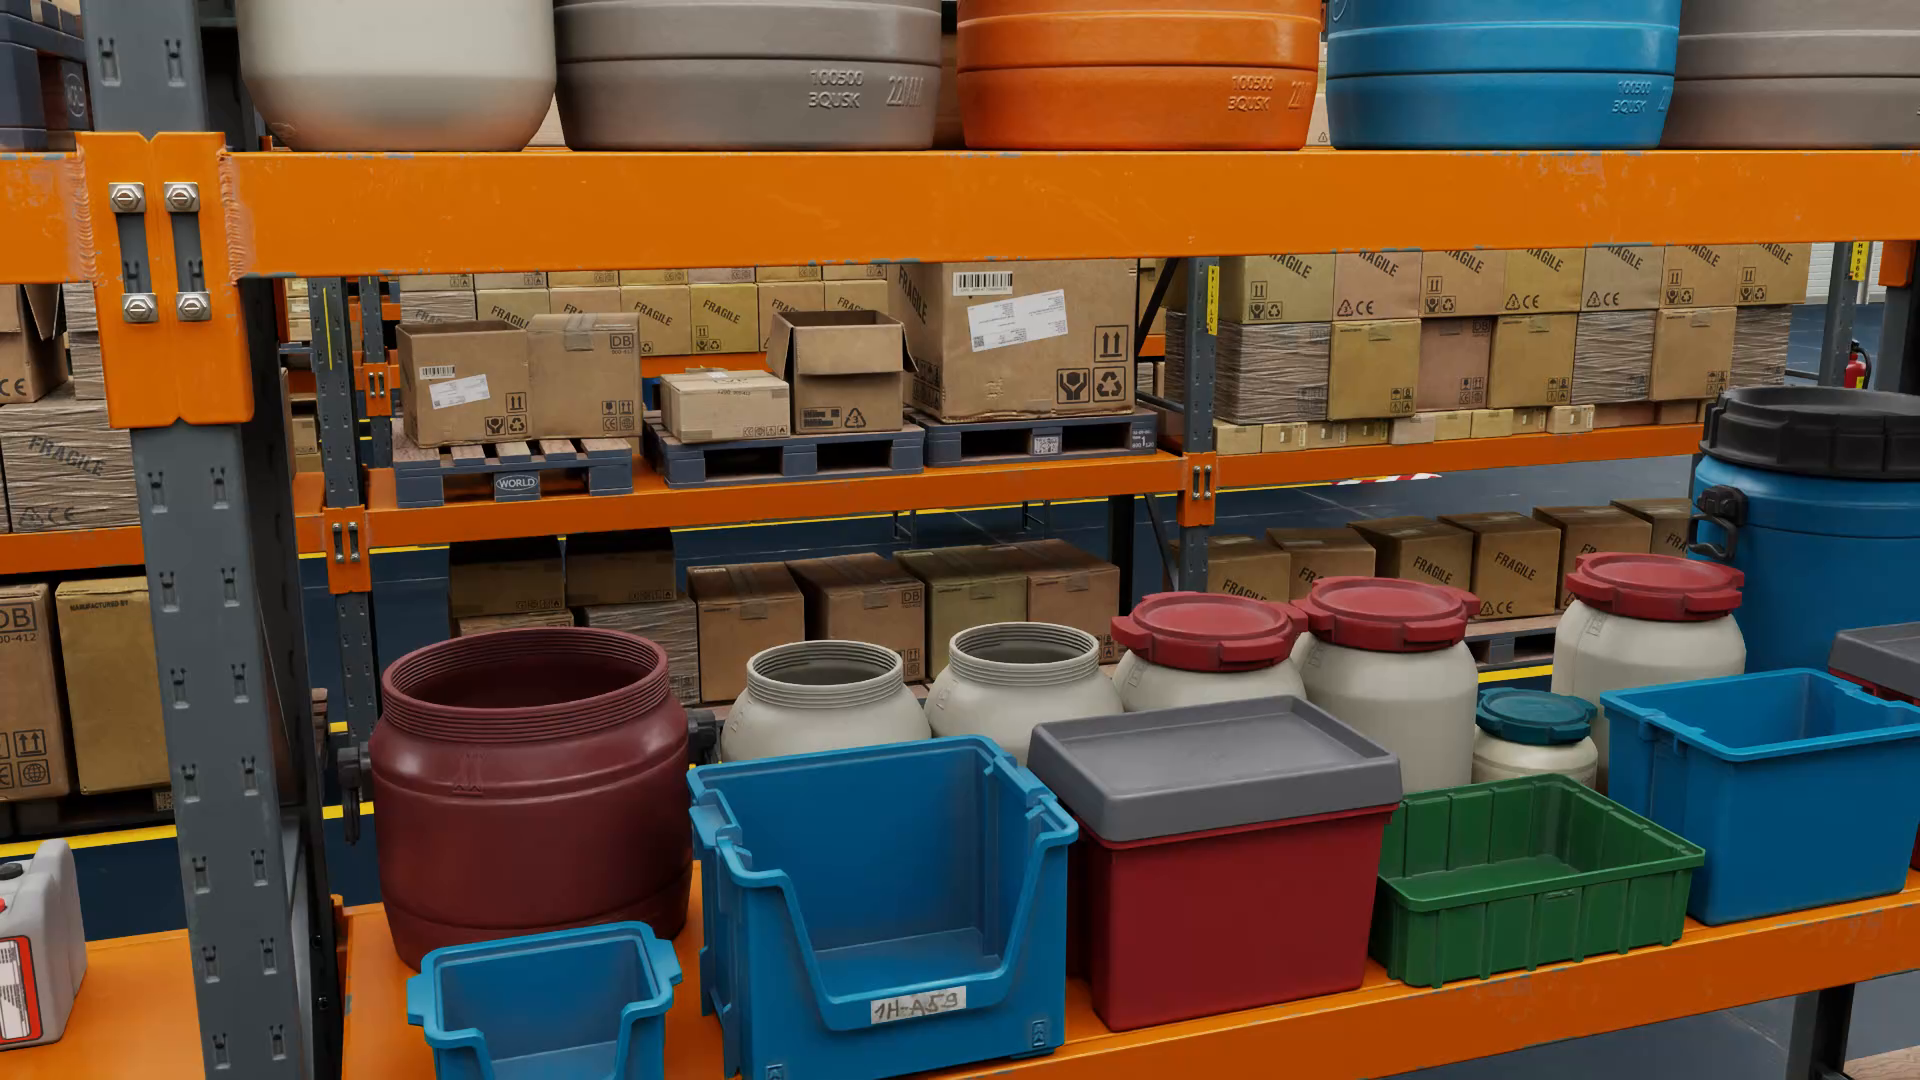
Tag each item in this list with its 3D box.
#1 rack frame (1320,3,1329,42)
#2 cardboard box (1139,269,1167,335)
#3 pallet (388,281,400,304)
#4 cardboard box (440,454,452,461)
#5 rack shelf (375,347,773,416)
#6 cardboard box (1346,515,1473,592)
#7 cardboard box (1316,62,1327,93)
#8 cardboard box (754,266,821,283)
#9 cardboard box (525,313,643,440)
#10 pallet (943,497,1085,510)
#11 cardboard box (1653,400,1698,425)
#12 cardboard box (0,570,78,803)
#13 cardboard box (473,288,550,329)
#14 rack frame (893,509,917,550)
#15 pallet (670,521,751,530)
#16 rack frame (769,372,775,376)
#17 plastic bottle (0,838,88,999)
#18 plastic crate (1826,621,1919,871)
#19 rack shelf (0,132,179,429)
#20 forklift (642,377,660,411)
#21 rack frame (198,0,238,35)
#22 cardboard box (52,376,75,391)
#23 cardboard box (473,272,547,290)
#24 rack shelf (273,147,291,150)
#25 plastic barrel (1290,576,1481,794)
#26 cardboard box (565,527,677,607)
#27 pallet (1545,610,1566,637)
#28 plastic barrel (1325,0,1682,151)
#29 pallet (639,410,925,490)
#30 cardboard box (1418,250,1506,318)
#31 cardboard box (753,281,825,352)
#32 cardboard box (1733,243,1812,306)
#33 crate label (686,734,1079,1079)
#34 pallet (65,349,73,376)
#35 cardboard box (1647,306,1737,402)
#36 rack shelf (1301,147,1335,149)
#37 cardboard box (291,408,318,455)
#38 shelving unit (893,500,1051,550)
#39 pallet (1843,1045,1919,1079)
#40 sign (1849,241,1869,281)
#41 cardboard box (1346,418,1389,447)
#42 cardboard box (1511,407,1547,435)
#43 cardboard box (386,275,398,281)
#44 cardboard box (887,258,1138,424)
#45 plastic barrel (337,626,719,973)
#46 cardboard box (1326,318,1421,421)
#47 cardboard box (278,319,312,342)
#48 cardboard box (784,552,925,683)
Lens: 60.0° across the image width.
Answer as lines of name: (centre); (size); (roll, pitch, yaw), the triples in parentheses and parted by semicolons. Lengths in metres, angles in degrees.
rack frame: (3.342, -5.022, 13.808); (0.127, 3.000, 1.000); (-4, 14, -18)
cardboard box: (1.431, -2.031, 13.877); (0.500, 0.550, 0.875); (-4, 14, -18)
pallet: (-5.273, -2.574, 16.895); (1.003, 0.211, 1.213); (-4, 14, -18)
cardboard box: (-3.634, -0.648, 12.338); (0.750, 0.750, 1.050); (-5, 14, -19)
rack shelf: (-2.344, -1.310, 12.724); (4.000, 0.370, 1.077); (-4, 14, -18)
cardboard box: (2.533, 0.171, 9.434); (0.500, 0.500, 0.500); (-6, 15, -23)
cardboard box: (1.674, -2.284, 8.243); (0.250, 0.149, 0.380); (-5, 14, -21)
cardboard box: (-1.404, -2.267, 12.813); (0.500, 0.500, 0.700); (-5, 14, -19)
cardboard box: (-1.758, -0.782, 7.825); (0.500, 0.500, 0.700); (-2, 14, -10)
pallet: (0.297, -0.490, 13.748); (1.213, 0.211, 1.003); (-4, 14, -18)
cardboard box: (3.925, -0.756, 9.383); (0.250, 0.149, 0.380); (-4, 14, -18)
cardboard box: (-4.262, 0.522, 7.148); (0.875, 0.875, 1.225); (-4, 14, -18)
cardboard box: (-3.247, -1.573, 12.059); (0.500, 0.500, 0.500); (-5, 14, -19)
rack frame: (-0.401, -0.698, 11.838); (0.032, 1.500, 0.500); (-4, 14, -18)
pallet: (-2.314, -0.287, 12.893); (1.213, 0.211, 1.003); (-4, 14, -18)
rack frame: (-2.123, -2.886, 17.794); (0.127, 3.000, 1.000); (-4, 14, -18)
plastic bottle: (-1.687, 0.690, 3.027); (0.135, 0.276, 0.152); (-4, 14, -18)
plastic crate: (2.256, 0.445, 3.650); (0.583, 0.464, 0.402); (-4, 14, -18)
rack shelf: (-3.070, -0.293, 1.964); (4.000, 0.370, 1.077); (-4, 14, -18)
forklift: (-3.150, -2.297, 15.464); (1.130, 2.935, 3.031); (0, 13, -1)
rack frame: (-1.174, -2.250, 2.155); (0.127, 3.000, 1.000); (-4, 14, -18)
cardboard box: (-3.789, -0.451, 7.342); (0.500, 0.500, 0.500); (-5, 14, -20)
cardboard box: (-3.332, -2.116, 12.181); (0.500, 0.500, 0.700); (-5, 14, -19)
rack shelf: (-4.649, -1.379, 6.531); (4.000, 0.370, 1.077); (-4, 14, -18)
plastic barrel: (0.945, 0.384, 3.752); (0.433, 0.535, 0.433); (0, 13, 0)
cardboard box: (-1.629, 0.122, 7.977); (0.500, 0.250, 0.500); (-3, 14, -12)
pallet: (3.975, 0.407, 9.977); (1.213, 0.211, 1.003); (-4, 14, -18)
plastic barrel: (0.964, -1.148, 2.921); (0.708, 0.901, 0.600); (-4, 14, -18)
pallet: (-0.891, -0.479, 8.090); (1.213, 0.211, 1.003); (-4, 14, -18)
cardboard box: (2.492, -1.444, 8.711); (0.500, 0.500, 0.500); (-4, 14, -18)
cardboard box: (-1.337, -1.722, 12.685); (0.500, 0.500, 0.500); (-5, 14, -19)
cardboard box: (4.386, -1.593, 9.338); (0.500, 0.500, 0.500); (-4, 14, -18)
crate label: (-0.146, 0.638, 2.904); (0.616, 0.435, 0.502); (-4, 14, -18)
pallet: (-6.103, -1.264, 11.391); (1.213, 0.211, 1.003); (-4, 14, -18)
cardboard box: (3.863, -1.103, 9.441); (0.500, 0.500, 0.875); (-4, 14, -18)
rack shelf: (2.933, -1.970, 9.013); (4.000, 0.370, 1.077); (-4, 14, -18)
cardboard box: (-4.805, -0.758, 11.720); (0.500, 0.250, 0.500); (-5, 14, -19)
shelving unit: (0.081, -0.736, 11.996); (1.048, 1.500, 0.538); (-4, 14, -18)
pallet: (3.267, 1.690, 4.582); (1.213, 0.211, 1.003); (-4, 14, -18)
sign: (4.986, -1.602, 9.209); (0.005, 0.325, 0.100); (-4, 14, -18)
cardboard box: (2.040, -0.601, 8.730); (0.250, 0.149, 0.380); (-4, 14, -18)
cardboard box: (2.977, -0.682, 9.072); (0.250, 0.149, 0.380); (-4, 14, -18)
cardboard box: (-5.547, -2.656, 16.463); (0.250, 0.149, 0.380); (-5, 14, -21)
cardboard box: (0.240, -1.181, 8.421); (1.000, 1.000, 1.000); (-4, 14, -18)
plastic barrel: (-0.831, 0.502, 3.256); (0.708, 0.536, 0.600); (-4, 14, -18)
cardboard box: (1.969, -0.955, 8.816); (0.500, 0.500, 0.875); (-4, 14, -18)
cardboard box: (-4.561, -1.458, 11.424); (0.250, 0.149, 0.380); (-4, 14, -17)
cardboard box: (-0.540, 0.402, 8.420); (0.500, 0.500, 0.700); (-6, 15, -23)
